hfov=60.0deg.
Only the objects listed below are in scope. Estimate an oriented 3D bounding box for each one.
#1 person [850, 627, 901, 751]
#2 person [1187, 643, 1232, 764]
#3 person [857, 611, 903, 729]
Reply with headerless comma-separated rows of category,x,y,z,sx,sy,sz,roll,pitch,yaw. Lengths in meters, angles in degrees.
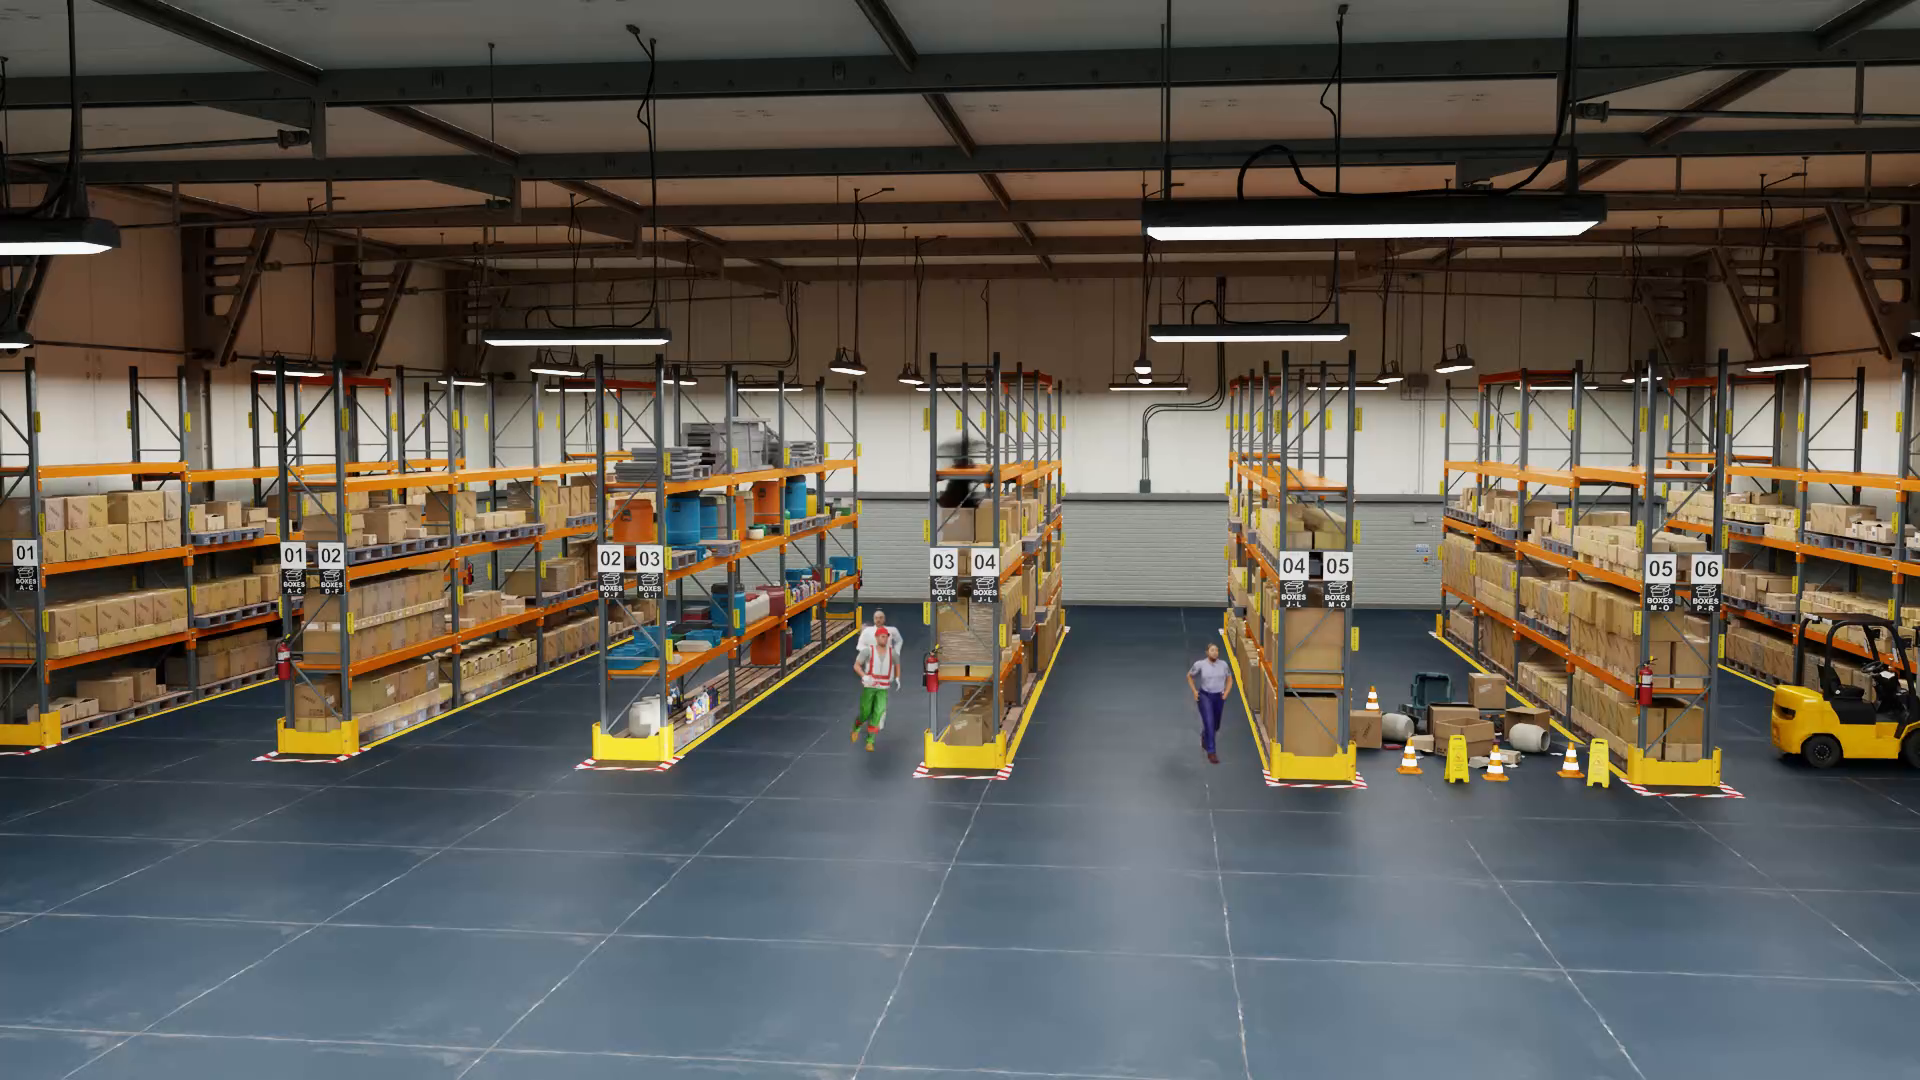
person,-1.179,2.138,24.098,0.715,1.757,0.838,-1,4,-19
person,3.534,2.260,23.414,0.625,1.646,0.852,-1,4,-13
person,-1.256,1.989,25.959,0.712,1.776,1.037,0,4,2
